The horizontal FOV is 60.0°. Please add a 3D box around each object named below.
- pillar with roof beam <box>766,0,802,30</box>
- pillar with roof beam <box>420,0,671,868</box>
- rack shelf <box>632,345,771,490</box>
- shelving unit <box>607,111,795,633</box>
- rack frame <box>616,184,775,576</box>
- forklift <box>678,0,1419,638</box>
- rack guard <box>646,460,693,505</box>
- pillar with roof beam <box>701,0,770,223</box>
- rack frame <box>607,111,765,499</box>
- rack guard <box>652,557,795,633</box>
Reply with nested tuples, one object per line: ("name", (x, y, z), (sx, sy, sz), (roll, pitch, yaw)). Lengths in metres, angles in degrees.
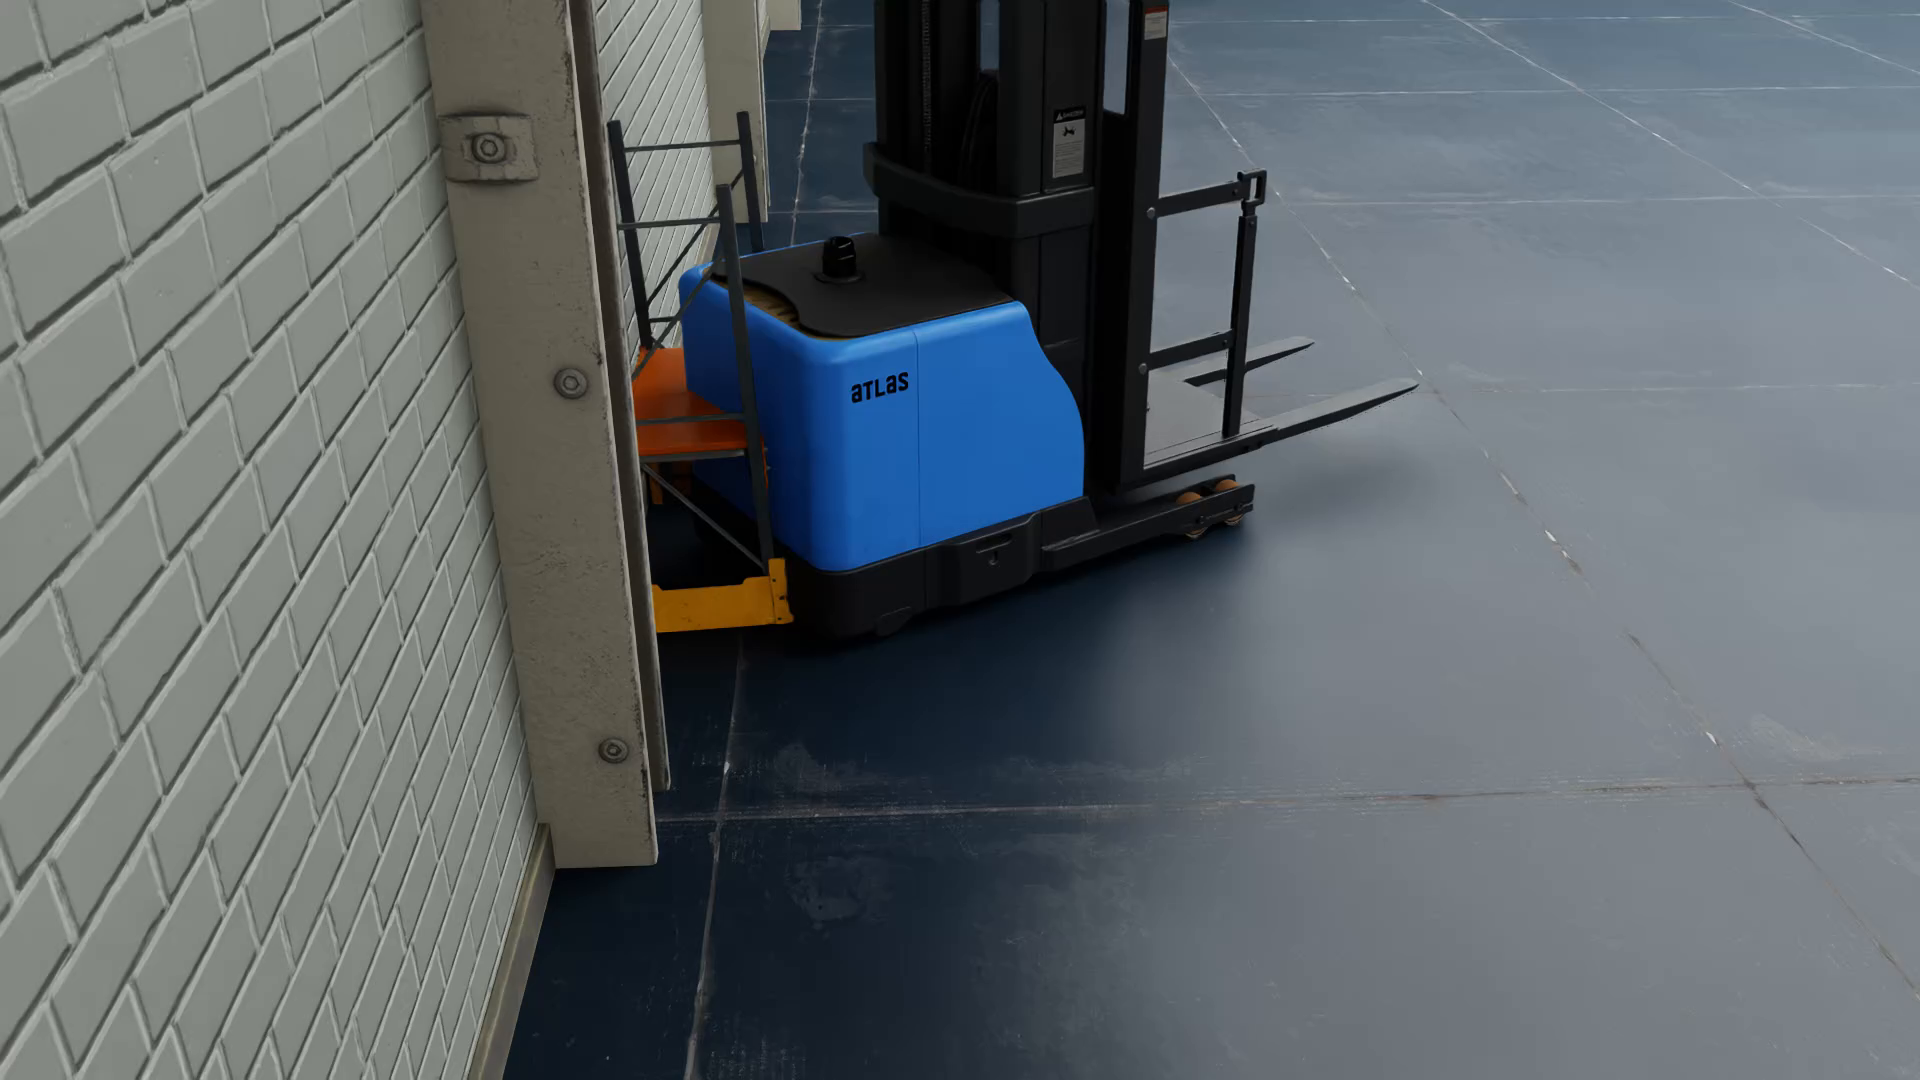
("pillar with roof beam", (2.677, -8.835, 13.459), (9.100, 9.000, 0.400), (-1, 28, -3))
("pillar with roof beam", (3.303, -3.294, 2.834), (9.100, 9.000, 0.400), (-1, 28, -3))
("rack shelf", (-0.919, -0.449, 5.876), (0.538, 0.185, 1.000), (-4, 27, -2))
("shelving unit", (-0.929, -0.606, 5.787), (0.587, 1.500, 1.083), (-4, 27, -2))
("rack frame", (-0.900, -0.383, 5.341), (0.500, 1.500, 0.032), (-4, 27, -2))
("forklift", (0.514, -1.493, 5.943), (3.031, 2.935, 1.130), (-18, 32, -30))
("rack guard", (-0.923, -0.271, 6.513), (0.587, 0.250, 0.087), (-4, 27, -2))
("pillar with roof beam", (2.990, -6.065, 8.147), (9.100, 9.000, 0.400), (-1, 28, -3))
("rack frame", (-0.959, -0.836, 6.249), (0.500, 1.500, 0.032), (-4, 27, -2))
("rack guard", (-0.865, 0.174, 5.623), (0.587, 0.250, 0.087), (-4, 27, -2))
